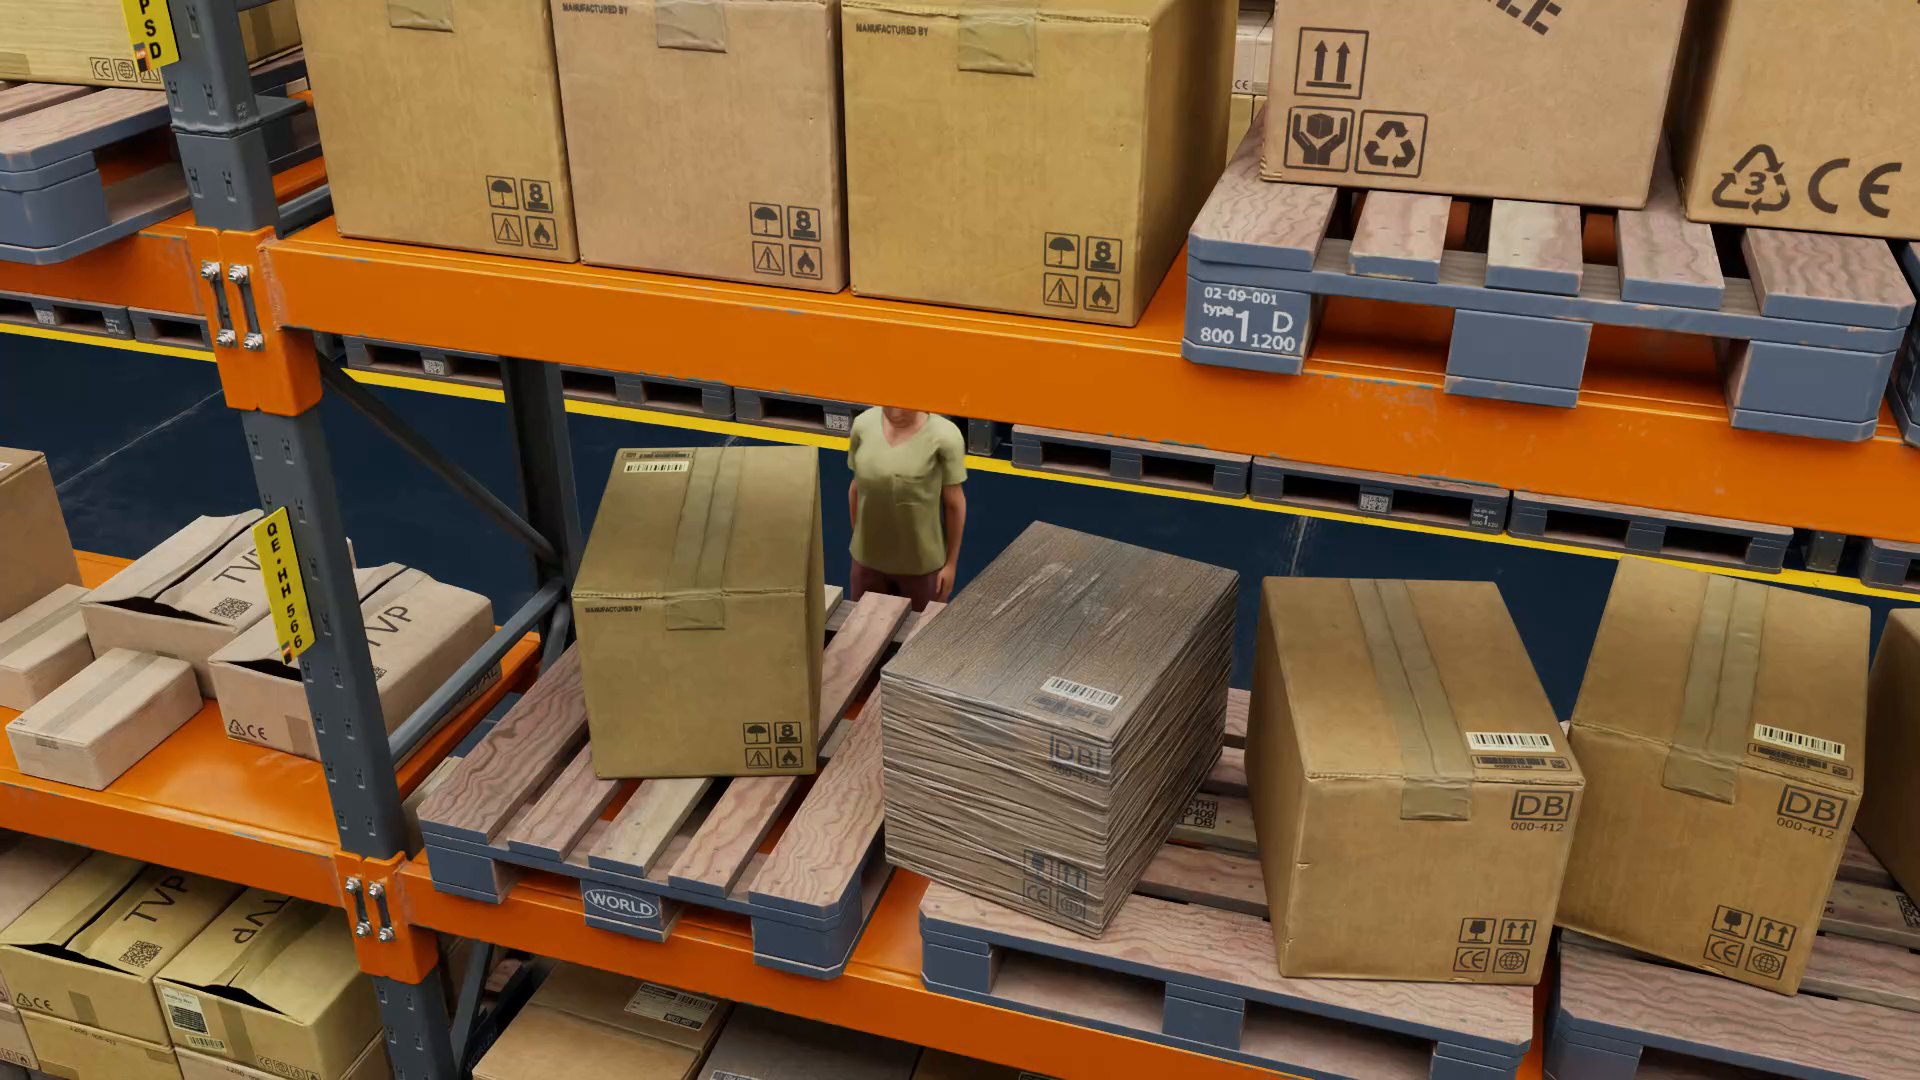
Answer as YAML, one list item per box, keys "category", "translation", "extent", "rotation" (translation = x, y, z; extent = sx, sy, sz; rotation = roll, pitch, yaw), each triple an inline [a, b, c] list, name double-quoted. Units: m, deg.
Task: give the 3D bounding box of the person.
- category: "person"
  translation: [-0.196, 0.100, 6.028]
  extent: [0.447, 1.604, 0.359]
  rotation: [9, 31, 16]
